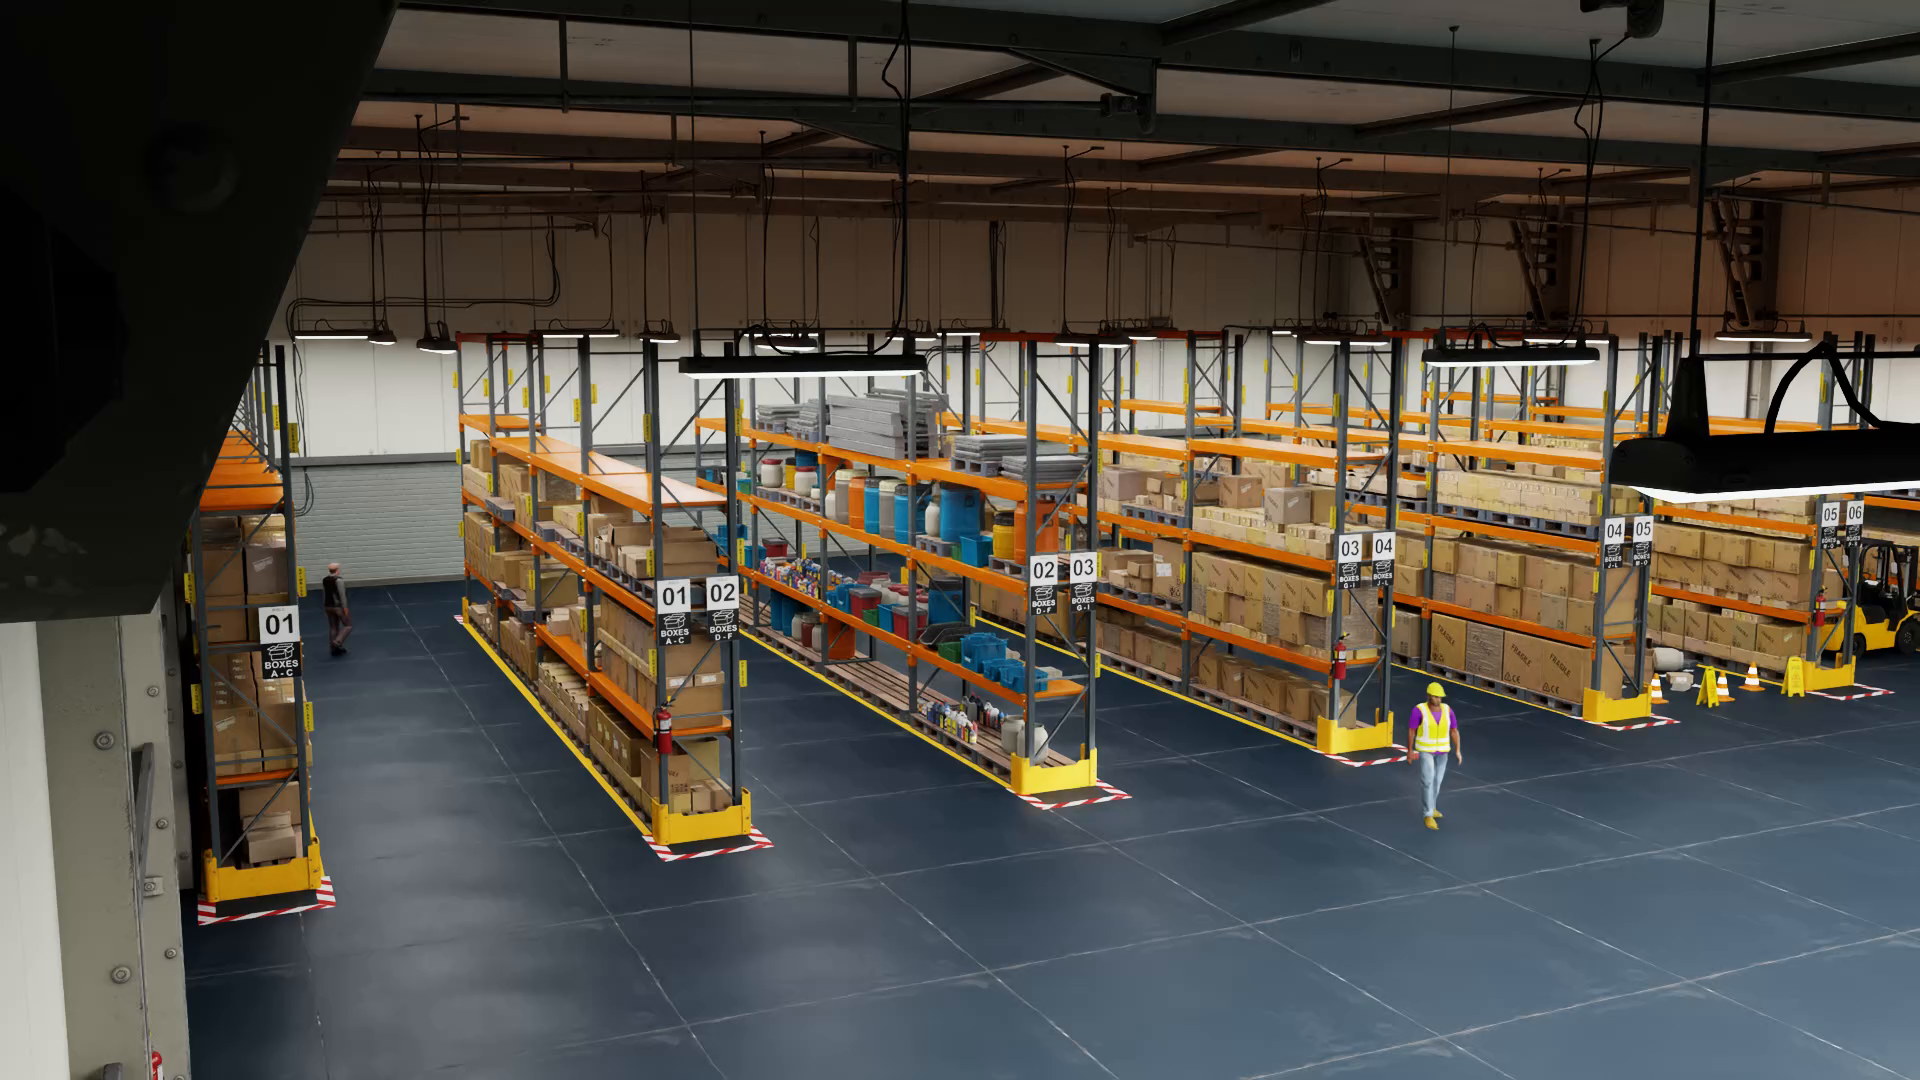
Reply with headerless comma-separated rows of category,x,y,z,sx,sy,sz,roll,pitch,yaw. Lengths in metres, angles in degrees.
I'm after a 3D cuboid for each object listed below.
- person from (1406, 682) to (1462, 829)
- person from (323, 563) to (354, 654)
person,5.939,2.670,20.819,0.642,1.787,0.641,-1,8,-6
person,-11.705,1.287,31.150,0.567,1.724,0.478,4,9,26
